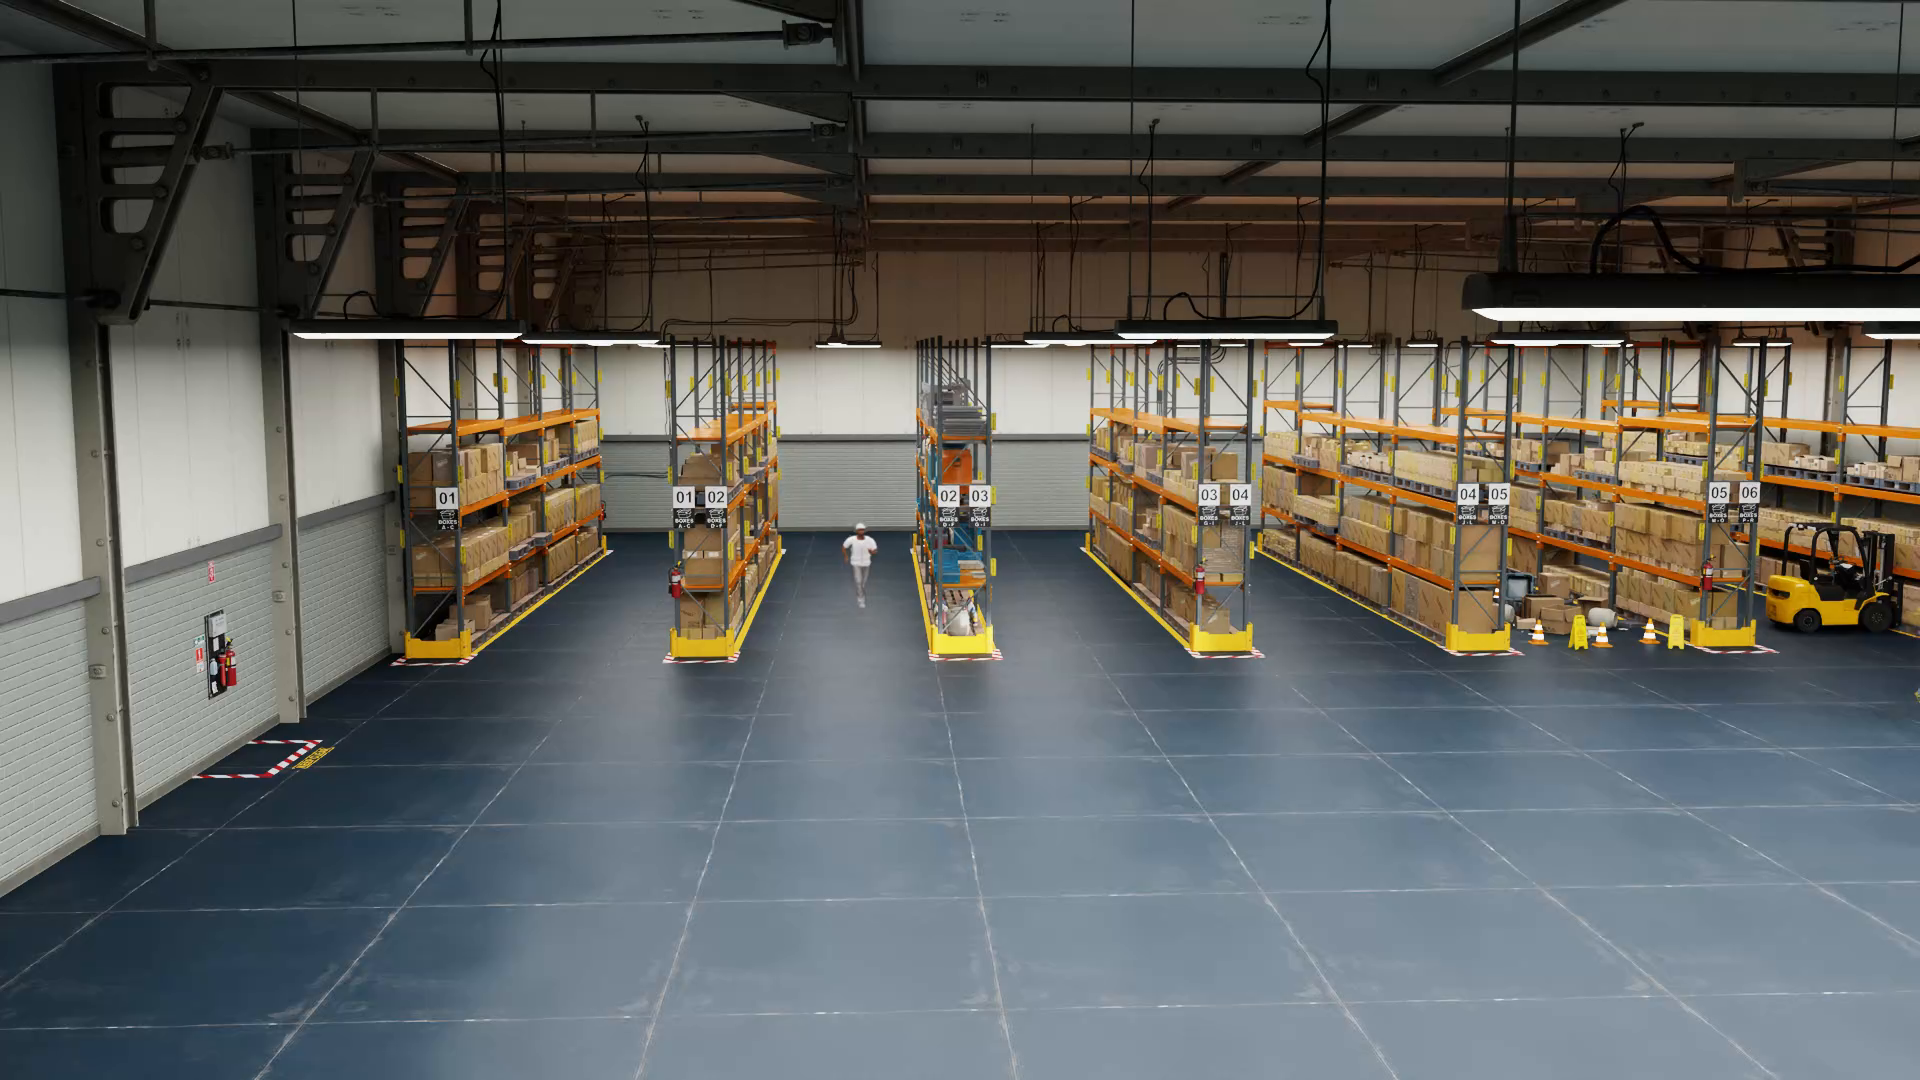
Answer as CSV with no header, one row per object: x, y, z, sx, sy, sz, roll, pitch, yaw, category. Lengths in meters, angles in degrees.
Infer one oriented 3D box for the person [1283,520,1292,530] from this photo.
9.734,-0.695,49.197,0.818,1.641,0.847,3,7,21,person

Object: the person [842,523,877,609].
-2.089,0.546,35.198,0.700,1.804,0.920,-2,7,-17,person

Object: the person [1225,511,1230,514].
7.517,-0.285,45.168,0.687,1.759,0.724,-1,7,-6,person
